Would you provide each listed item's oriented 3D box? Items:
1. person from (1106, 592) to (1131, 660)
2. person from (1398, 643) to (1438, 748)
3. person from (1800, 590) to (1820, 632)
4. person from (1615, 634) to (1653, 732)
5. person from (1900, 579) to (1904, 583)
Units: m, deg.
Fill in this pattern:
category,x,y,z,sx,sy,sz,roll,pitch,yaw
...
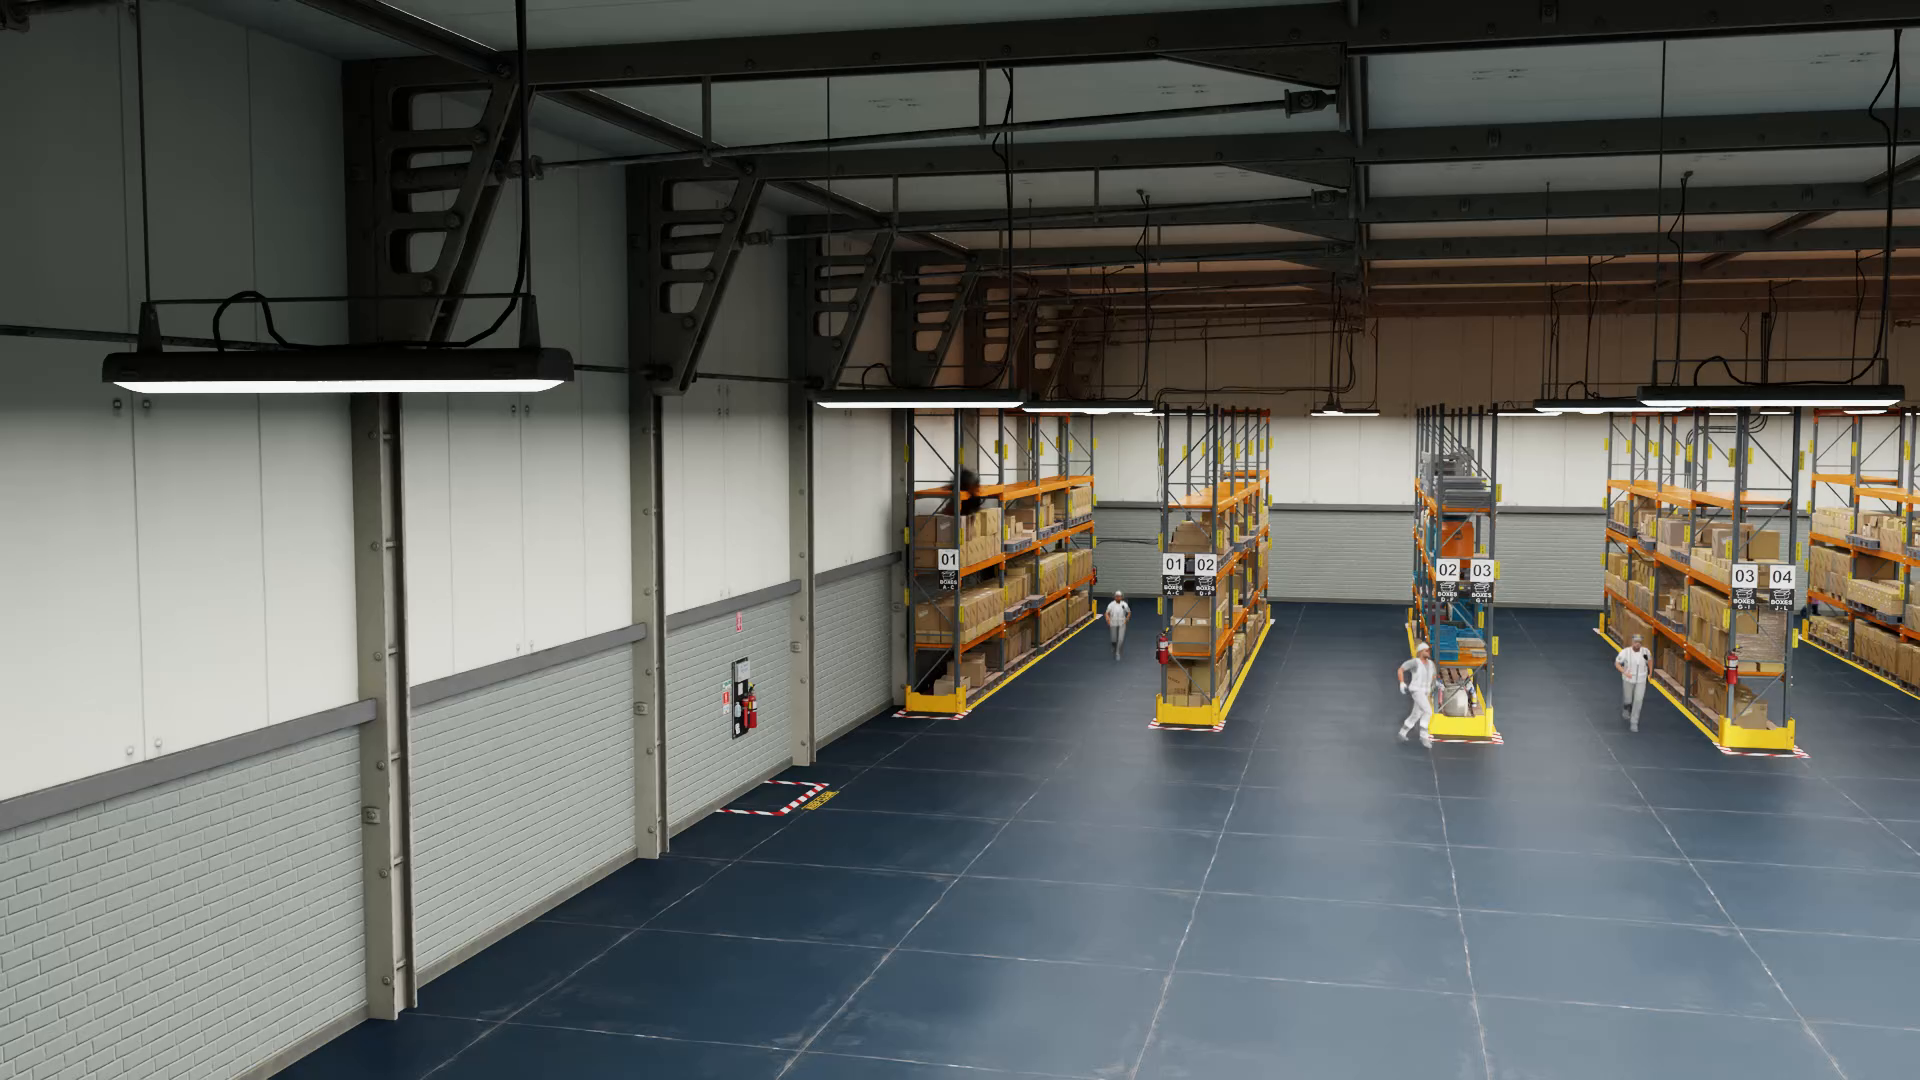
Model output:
category,x,y,z,sx,sy,sz,roll,pitch,yaw
person,3.779,2.034,39.701,0.614,1.624,0.575,0,4,6
person,8.116,2.702,29.201,0.688,1.769,0.781,-3,5,-34
person,22.831,1.700,44.482,0.630,1.594,0.608,3,5,36
person,12.506,2.606,30.853,0.686,1.778,0.972,1,4,13
person,23.965,1.832,42.263,0.574,1.671,0.816,0,4,-3
